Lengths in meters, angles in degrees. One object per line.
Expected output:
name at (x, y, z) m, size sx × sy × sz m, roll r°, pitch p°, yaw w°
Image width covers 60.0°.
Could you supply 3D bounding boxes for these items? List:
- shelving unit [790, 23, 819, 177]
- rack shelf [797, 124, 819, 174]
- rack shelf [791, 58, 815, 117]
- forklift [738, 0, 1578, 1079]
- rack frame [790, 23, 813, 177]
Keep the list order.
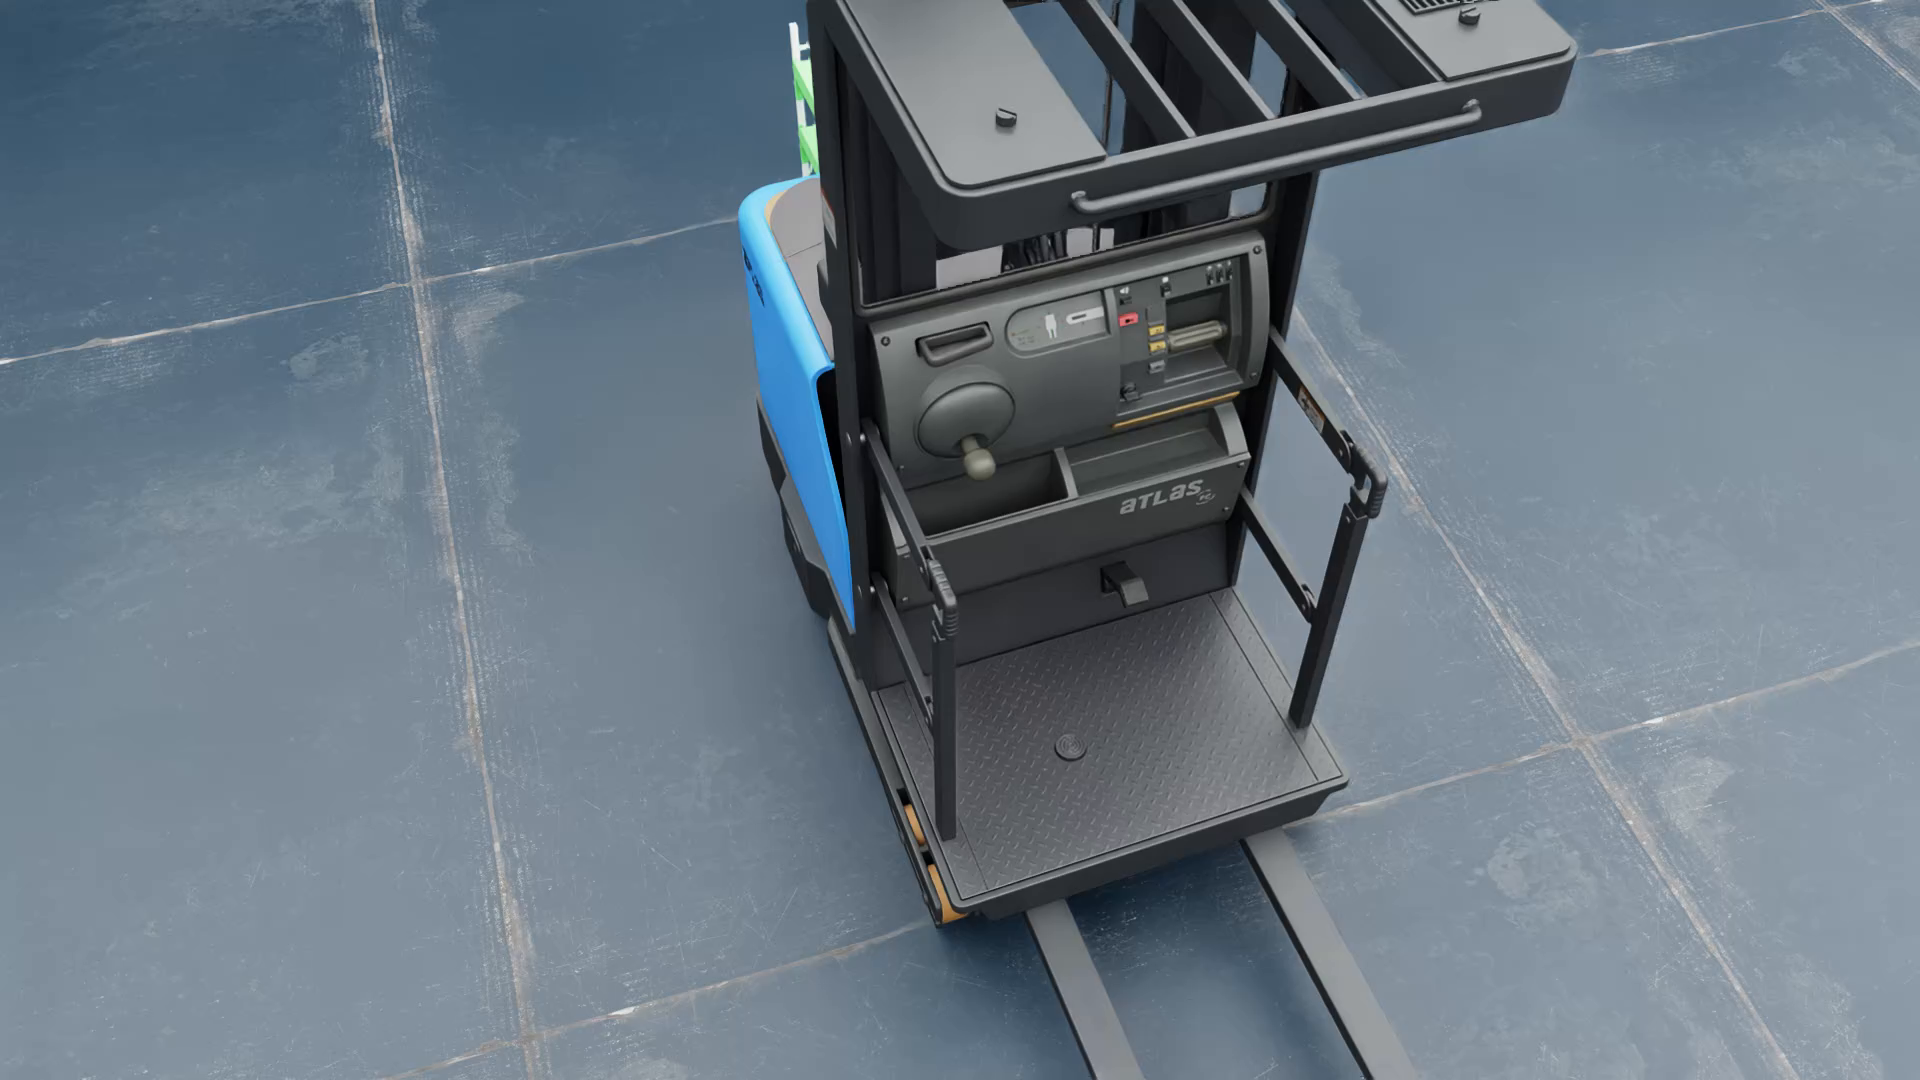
shelving unit at (-0.313, -1.011, 5.318) m, size 0.258 × 1.200 × 0.503 m, roll -15°, pitch 52°, yaw -13°
rack shelf at (-0.313, -1.125, 5.183) m, size 0.258 × 0.148 × 0.480 m, roll -15°, pitch 52°, yaw -13°
rack shelf at (-0.313, -1.279, 5.000) m, size 0.258 × 0.148 × 0.480 m, roll -15°, pitch 52°, yaw -13°
forklift at (0.337, -0.302, 3.588) m, size 1.130 × 2.935 × 3.031 m, roll -15°, pitch 52°, yaw -13°
rack frame at (-0.396, -1.187, 5.466) m, size 0.240 × 1.200 × 0.015 m, roll -15°, pitch 52°, yaw -13°
